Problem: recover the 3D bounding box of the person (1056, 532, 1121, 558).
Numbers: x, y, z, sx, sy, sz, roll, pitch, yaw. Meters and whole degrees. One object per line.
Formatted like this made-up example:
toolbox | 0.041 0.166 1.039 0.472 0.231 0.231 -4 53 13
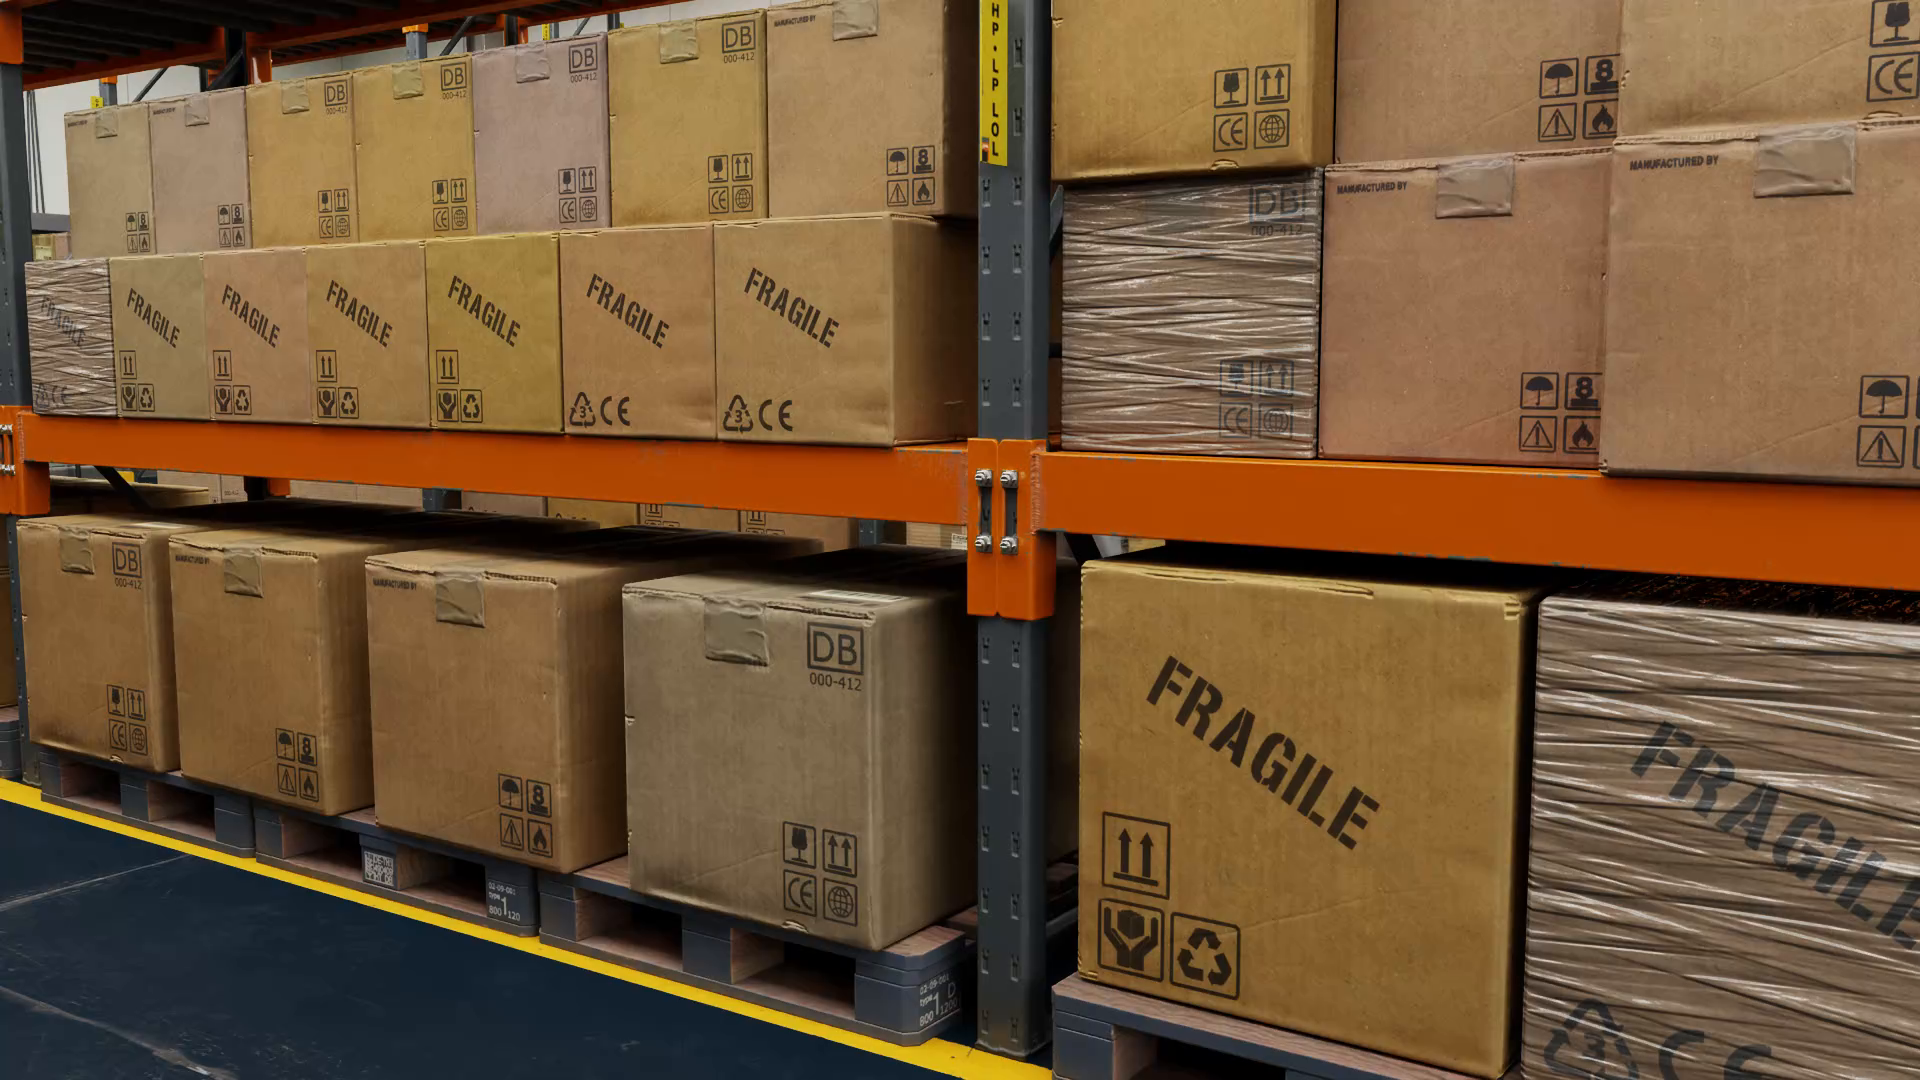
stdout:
person | 0.555 -0.153 7.386 0.439 1.662 0.559 4 8 34
